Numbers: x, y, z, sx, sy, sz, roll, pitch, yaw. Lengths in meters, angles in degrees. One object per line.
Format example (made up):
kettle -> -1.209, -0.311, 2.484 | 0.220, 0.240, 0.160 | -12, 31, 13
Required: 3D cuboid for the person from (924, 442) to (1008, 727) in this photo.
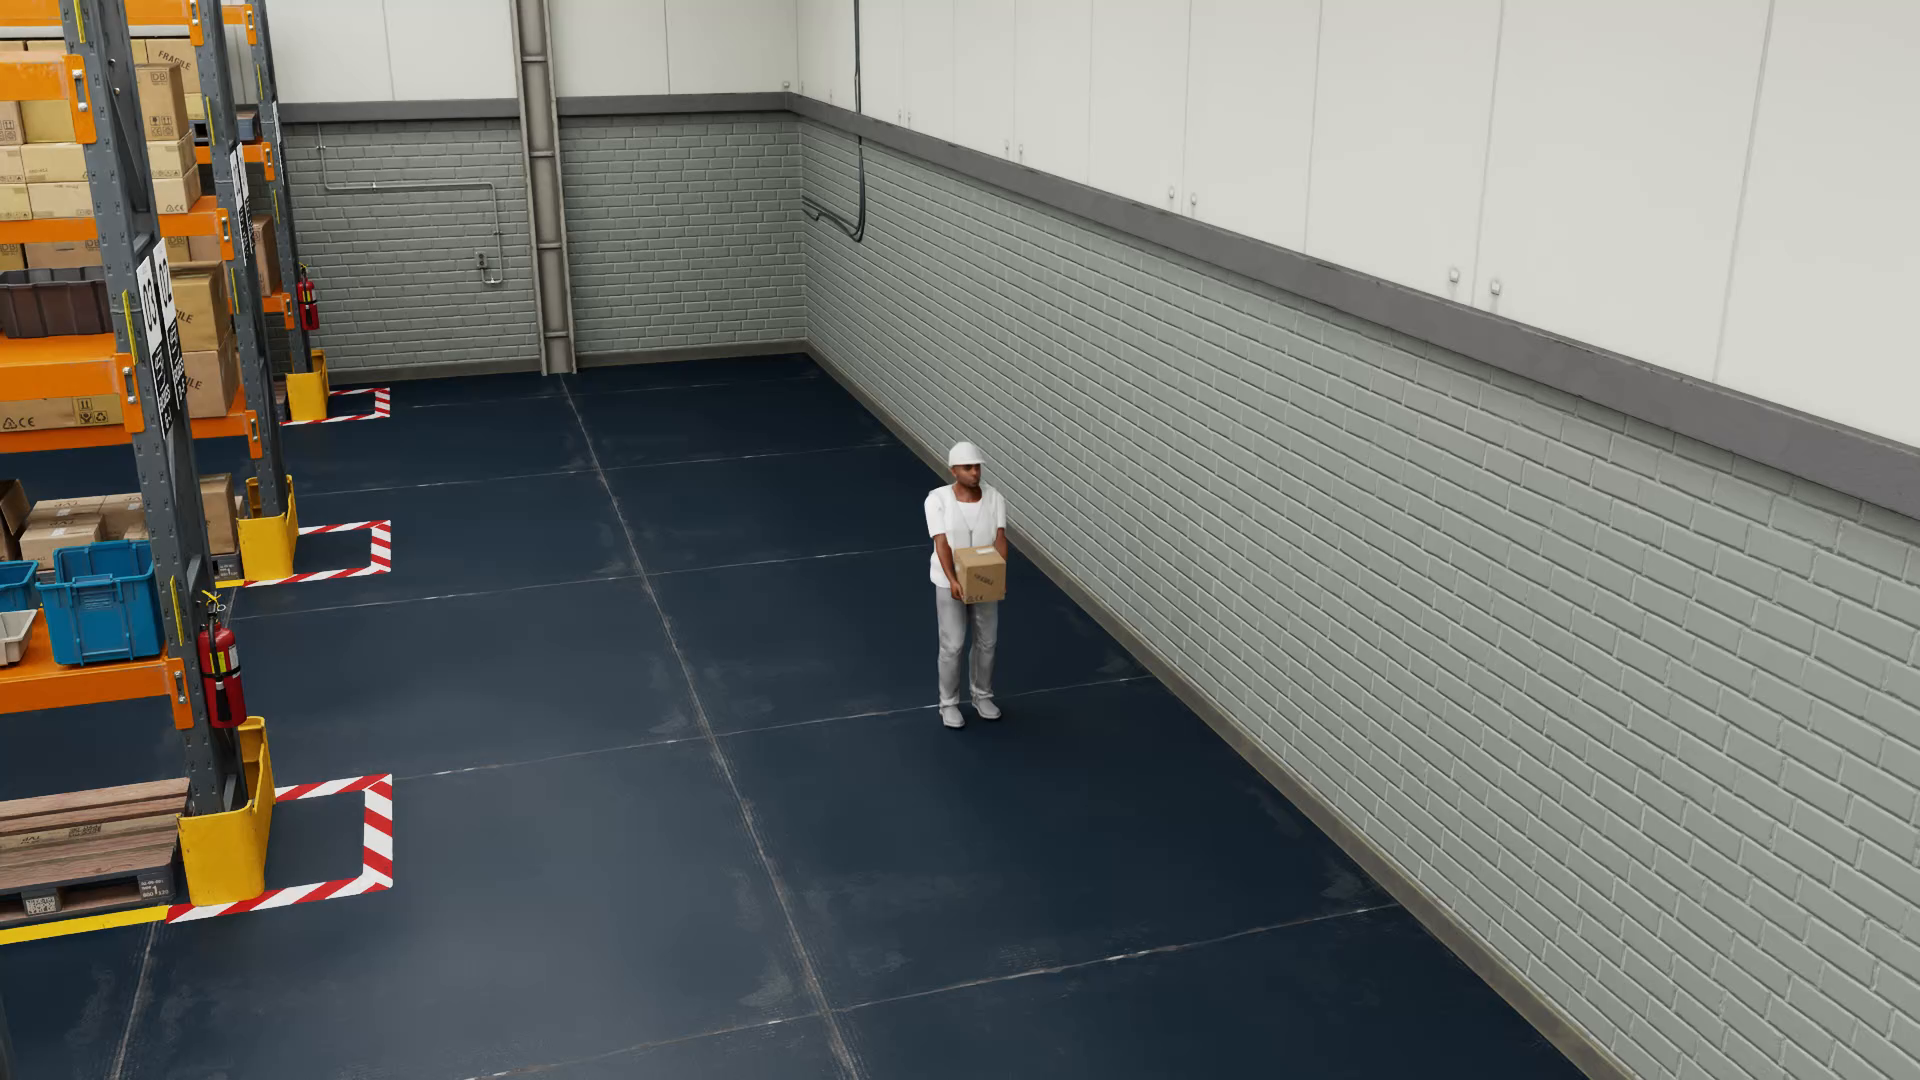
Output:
person -> 0.073, 0.290, 10.202 | 0.503, 1.760, 0.577 | -6, 20, -17
